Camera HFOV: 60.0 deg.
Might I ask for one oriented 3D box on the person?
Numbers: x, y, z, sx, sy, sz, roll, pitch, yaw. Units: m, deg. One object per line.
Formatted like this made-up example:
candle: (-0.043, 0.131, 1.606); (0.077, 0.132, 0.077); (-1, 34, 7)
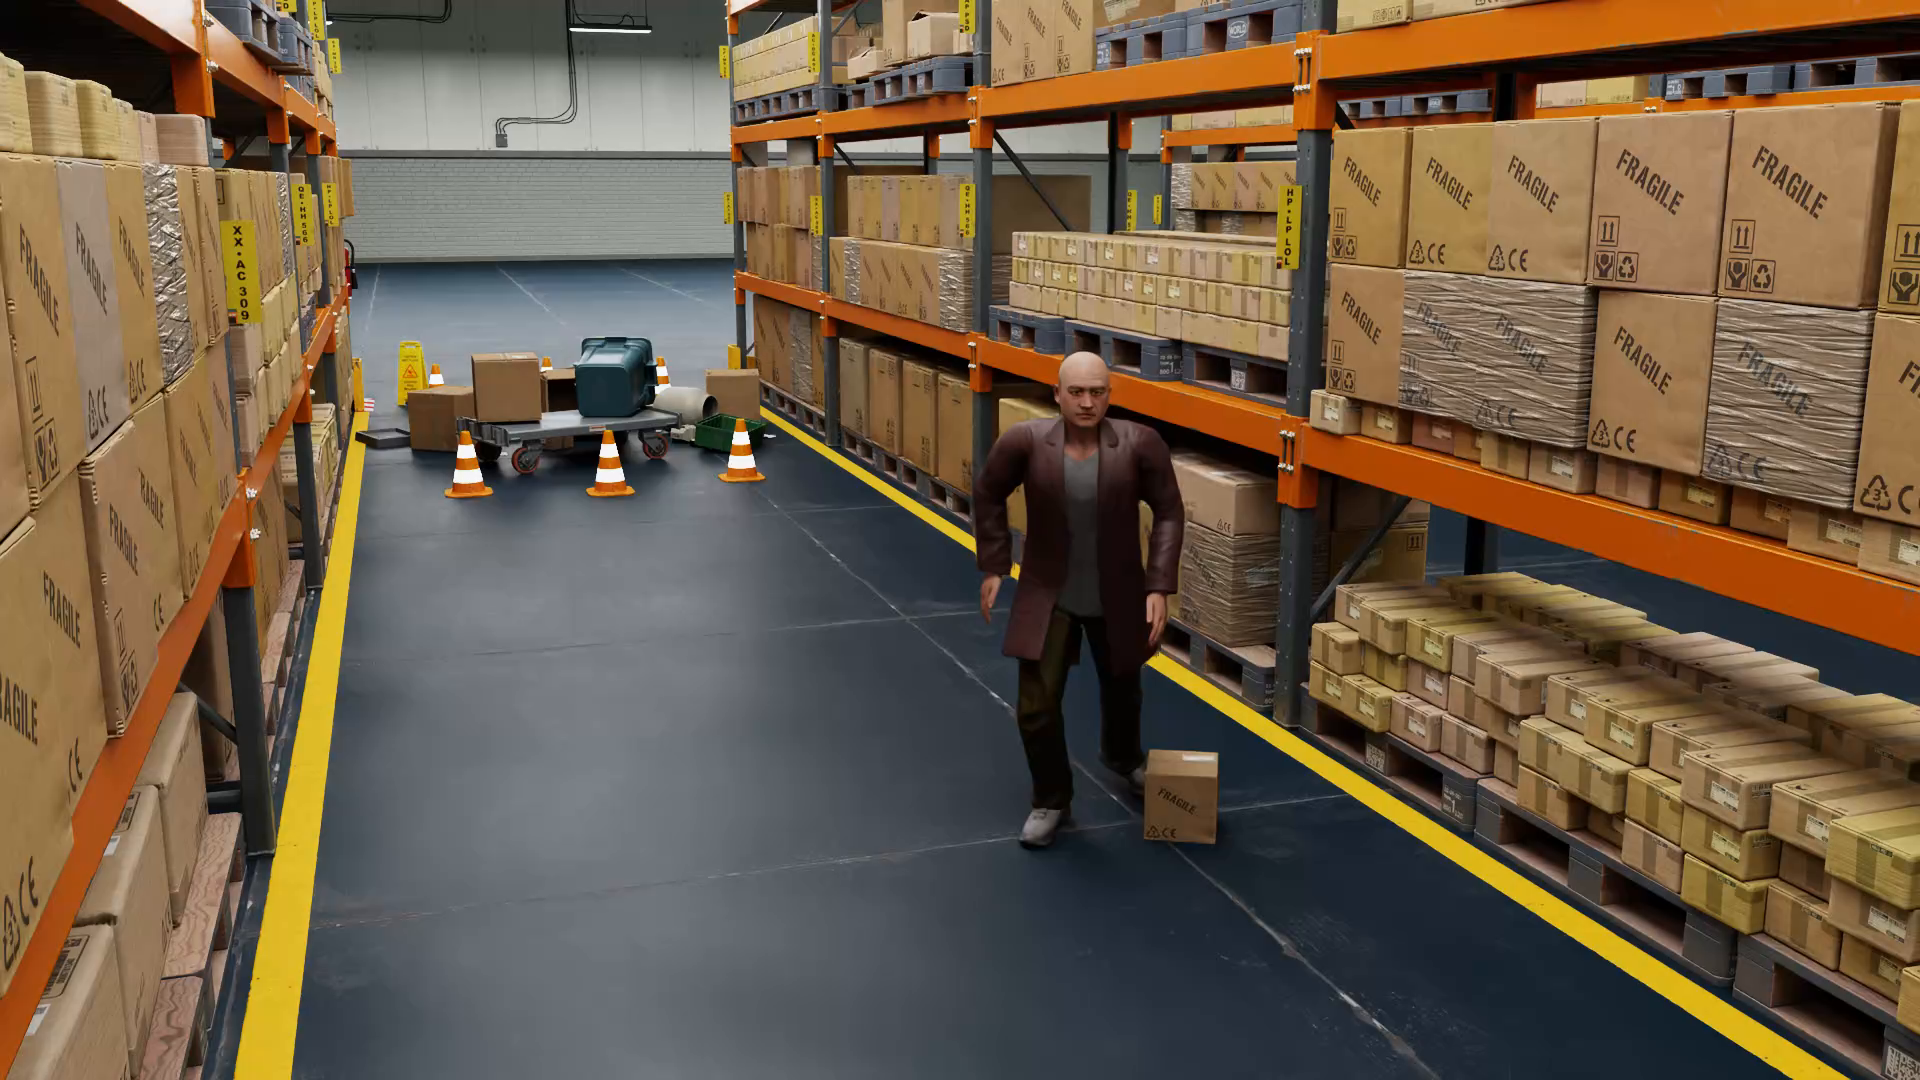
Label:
person: (0.415, 0.170, 5.862); (0.740, 1.721, 0.806); (0, 12, 2)
